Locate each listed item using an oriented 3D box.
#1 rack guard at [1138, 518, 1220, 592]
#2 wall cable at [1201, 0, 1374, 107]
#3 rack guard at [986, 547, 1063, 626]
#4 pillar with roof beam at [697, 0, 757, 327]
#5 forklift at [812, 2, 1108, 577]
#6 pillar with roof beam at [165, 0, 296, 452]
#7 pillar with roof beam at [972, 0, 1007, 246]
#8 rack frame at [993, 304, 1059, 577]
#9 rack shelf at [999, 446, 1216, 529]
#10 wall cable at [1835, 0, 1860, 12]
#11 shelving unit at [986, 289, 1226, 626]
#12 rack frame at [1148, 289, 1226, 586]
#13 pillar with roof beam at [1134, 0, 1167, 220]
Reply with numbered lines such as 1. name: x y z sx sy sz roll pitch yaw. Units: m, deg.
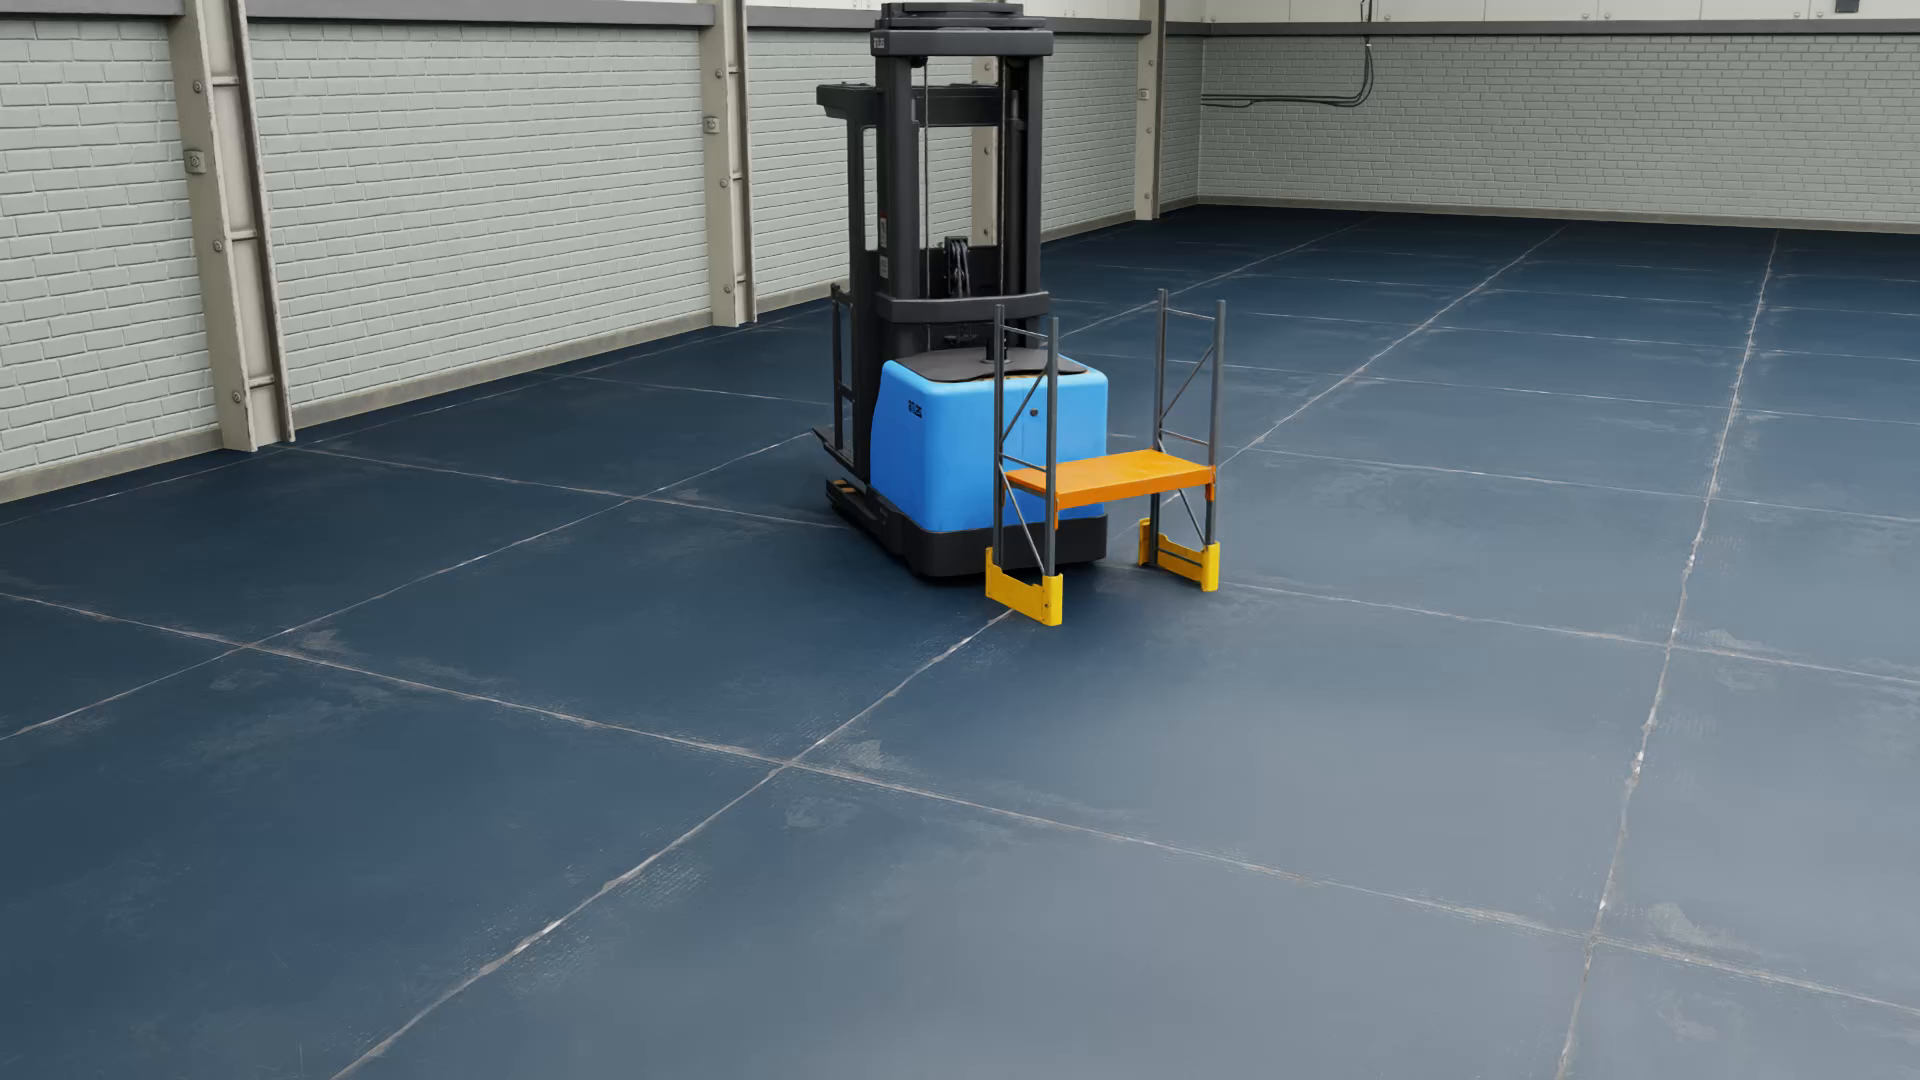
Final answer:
1. rack guard: 1.158 0.076 8.831 0.087 0.250 0.587 -10 19 -31
2. wall cable: 5.555 -8.676 28.384 3.097 2.526 0.112 8 18 25
3. rack guard: 0.315 0.227 8.322 0.087 0.250 0.587 -10 19 -31
4. pillar with roof beam: 1.545 -5.978 13.847 9.100 9.000 0.400 8 18 25
5. forklift: -0.181 -1.592 9.737 1.130 2.935 3.031 -6 18 -19
6. pillar with roof beam: -1.136 -4.450 8.701 9.100 9.000 0.400 8 18 25
7. pillar with roof beam: 4.226 -7.506 18.992 9.100 9.000 0.400 8 18 25
8. rack frame: 0.314 -0.372 8.143 0.032 1.500 0.500 -10 19 -31
9. rack shelf: 0.744 -0.277 8.454 1.000 0.185 0.538 -10 19 -31
10. wall cable: 14.041 -10.583 23.378 2.305 6.003 0.169 8 18 25
11. shelving unit: 0.736 -0.448 8.398 1.083 1.500 0.587 -10 19 -31
12. rack frame: 1.174 -0.527 8.663 0.032 1.500 0.500 -10 19 -31
13. pillar with roof beam: 6.907 -9.035 24.138 9.100 9.000 0.400 8 18 25
